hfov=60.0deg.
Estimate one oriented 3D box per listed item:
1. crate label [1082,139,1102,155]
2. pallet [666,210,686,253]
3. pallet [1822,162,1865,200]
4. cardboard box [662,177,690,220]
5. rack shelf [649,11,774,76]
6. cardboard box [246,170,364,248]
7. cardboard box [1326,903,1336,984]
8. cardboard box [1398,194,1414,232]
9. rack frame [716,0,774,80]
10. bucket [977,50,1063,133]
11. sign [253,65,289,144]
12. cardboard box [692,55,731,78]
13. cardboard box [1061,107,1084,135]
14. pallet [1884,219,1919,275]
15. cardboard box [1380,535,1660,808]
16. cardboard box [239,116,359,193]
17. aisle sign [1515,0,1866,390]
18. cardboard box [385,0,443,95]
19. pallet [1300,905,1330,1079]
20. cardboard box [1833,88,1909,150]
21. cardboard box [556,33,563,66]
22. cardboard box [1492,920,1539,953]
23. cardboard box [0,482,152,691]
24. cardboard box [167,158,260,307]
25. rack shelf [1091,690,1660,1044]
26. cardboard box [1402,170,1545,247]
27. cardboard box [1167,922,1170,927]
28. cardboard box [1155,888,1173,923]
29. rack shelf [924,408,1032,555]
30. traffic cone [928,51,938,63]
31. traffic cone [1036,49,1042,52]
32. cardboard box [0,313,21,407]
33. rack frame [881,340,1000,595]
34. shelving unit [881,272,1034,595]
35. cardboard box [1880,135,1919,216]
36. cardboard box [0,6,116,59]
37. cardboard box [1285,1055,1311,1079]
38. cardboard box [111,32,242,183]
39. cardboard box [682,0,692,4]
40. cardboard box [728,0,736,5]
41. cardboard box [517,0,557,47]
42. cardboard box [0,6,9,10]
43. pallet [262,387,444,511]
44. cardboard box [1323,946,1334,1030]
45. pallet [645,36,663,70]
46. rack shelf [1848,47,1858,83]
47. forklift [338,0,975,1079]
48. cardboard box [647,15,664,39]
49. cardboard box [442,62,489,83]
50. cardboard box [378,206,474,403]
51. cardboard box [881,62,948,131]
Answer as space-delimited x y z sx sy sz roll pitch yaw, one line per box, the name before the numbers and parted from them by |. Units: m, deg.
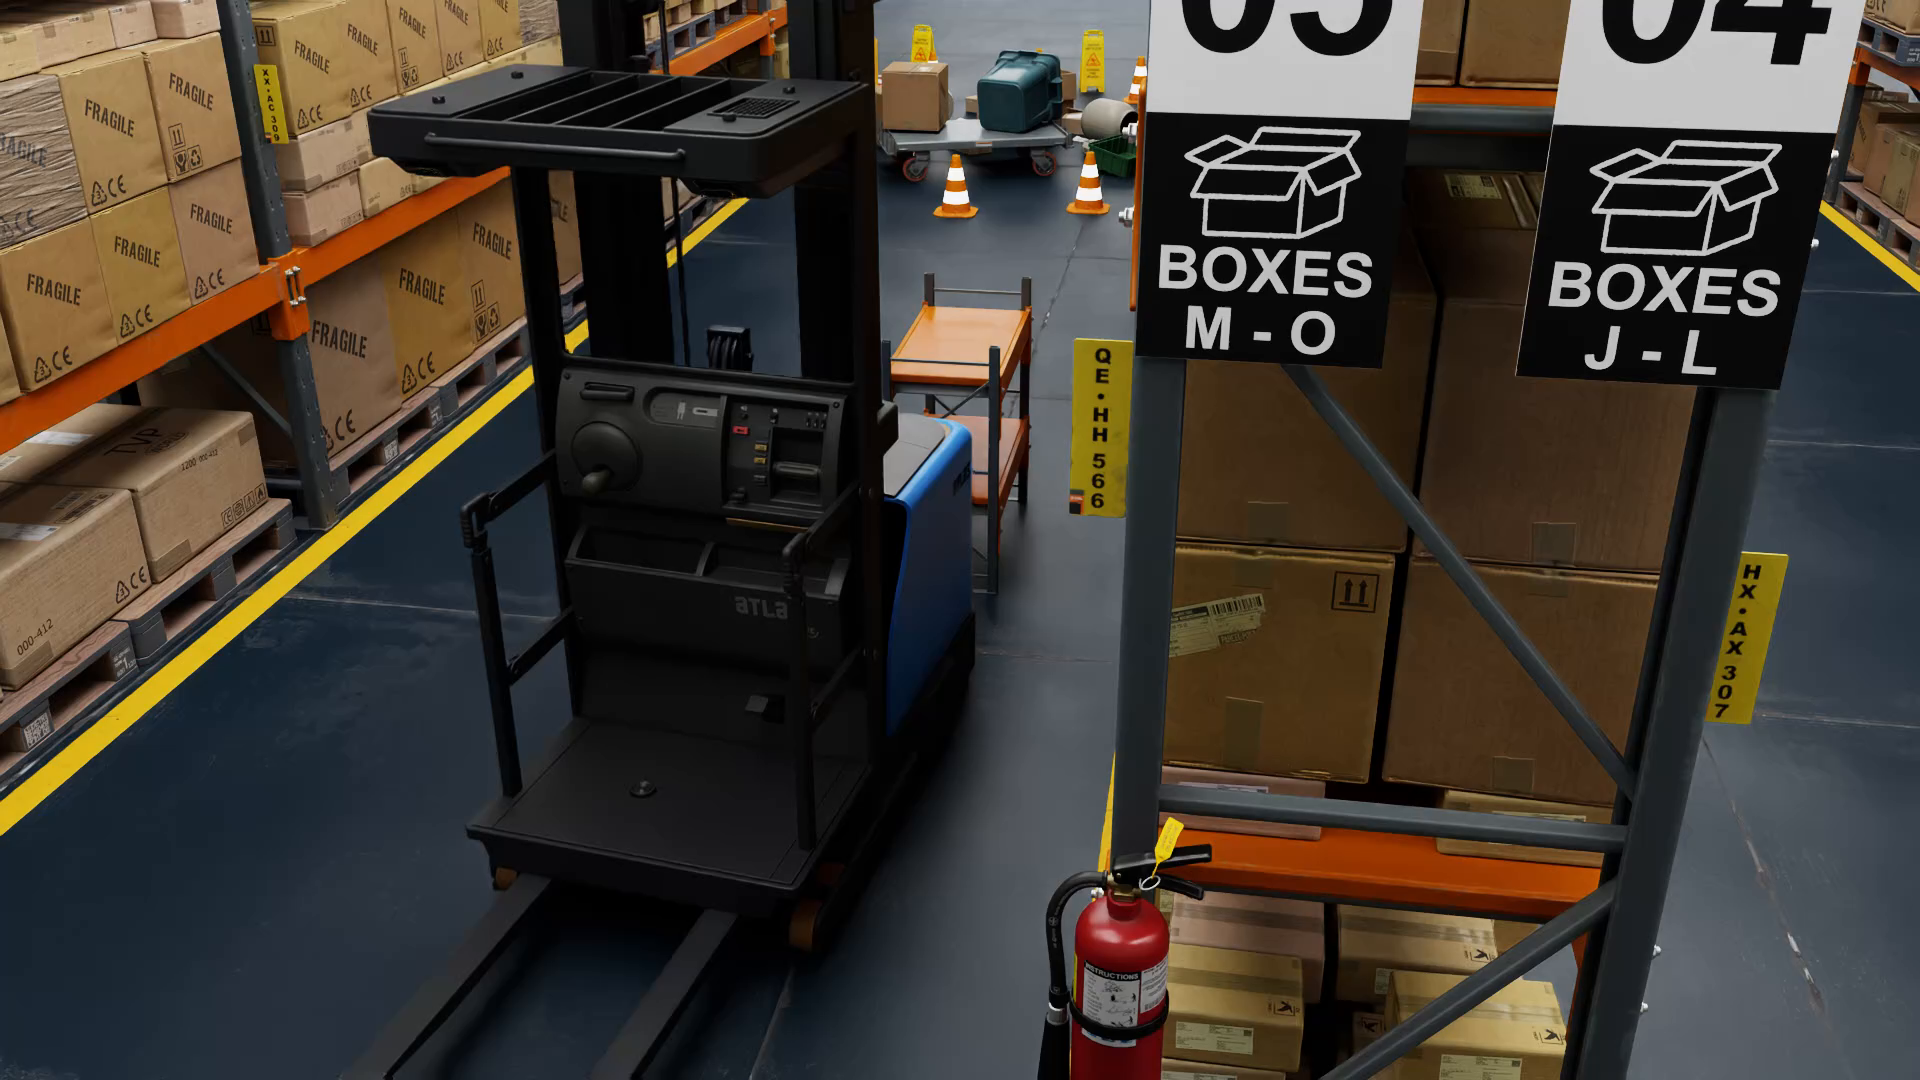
crate label | 1.278 -3.589 15.256 0.298 0.136 0.250 -14 29 -27
pallet | -2.676 -2.187 12.172 1.003 0.211 1.213 4 25 9
pallet | 7.701 -3.130 14.187 1.003 0.211 1.213 4 25 9
cardboard box | -2.590 -2.668 12.515 0.950 0.372 0.625 4 25 8
rack shelf | -2.478 -3.633 12.823 1.077 0.370 4.000 4 25 9
cardboard box | -3.126 -1.548 7.695 0.500 0.250 0.500 3 25 7
cardboard box | 1.180 1.070 4.443 0.380 0.149 0.250 4 25 9
cardboard box | 0.700 -0.530 3.695 0.500 0.500 0.500 3 25 7
rack frame | -2.151 -4.796 14.457 1.000 3.000 0.127 4 25 9
bucket | 0.497 -3.918 14.649 0.726 0.611 0.620 13 38 26
sign | -2.911 -1.840 7.028 0.100 0.325 0.005 4 25 9
cardboard box | -2.319 -4.346 15.361 0.500 0.500 0.500 4 25 8
cardboard box | 1.213 -4.103 16.203 0.396 0.266 0.258 8 26 18
pallet | 7.303 -2.009 11.792 1.003 0.211 1.213 4 25 9
cardboard box | 1.134 0.175 3.369 0.500 0.500 0.500 5 26 11
cardboard box | -3.108 -1.773 7.586 0.500 0.250 0.500 3 25 7
aisle sign | 1.072 -0.602 2.432 0.394 0.787 0.004 4 25 9
cardboard box | -2.963 -2.536 8.333 0.500 0.500 0.500 3 25 7
pallet | 0.968 1.418 4.472 1.003 0.211 1.213 4 25 9
cardboard box | 7.817 -3.572 14.296 0.500 0.500 0.500 13 28 25
cardboard box | -2.633 -3.061 10.339 0.500 0.250 0.500 4 25 8
cardboard box | 1.303 0.940 4.370 0.380 0.149 0.250 4 25 8
cardboard box | -3.813 0.150 6.418 0.875 0.438 0.875 3 25 7
cardboard box | -3.282 -1.283 6.836 0.500 0.500 0.500 4 25 9
rack shelf | 1.115 0.013 5.032 1.077 0.370 4.000 4 25 9
cardboard box | 1.199 -0.490 3.610 0.500 0.500 0.500 5 26 10
cardboard box | 0.676 1.032 4.523 0.380 0.149 0.250 3 25 6
cardboard box | 0.639 0.898 4.459 0.380 0.149 0.250 3 25 7
rack shelf | -0.001 -0.285 7.609 0.538 0.278 1.000 4 25 9
traffic cone | -0.295 -5.050 17.994 0.336 0.463 0.334 4 25 9
traffic cone | 0.856 -5.116 18.133 0.336 0.463 0.334 4 25 9
cardboard box | -3.529 -0.639 5.458 0.500 0.500 0.500 5 26 10
rack frame | -0.084 -0.294 7.051 0.500 1.125 0.032 4 25 9
shelving unit | -0.001 -0.507 7.506 0.538 1.125 1.048 4 25 9
cardboard box | 7.408 -2.723 12.458 0.700 0.500 0.500 4 25 8
cardboard box | -3.395 -1.885 6.175 0.380 0.149 0.250 4 25 9
cardboard box | 0.668 1.390 4.109 0.380 0.149 0.250 4 25 9
cardboard box | -3.263 -1.731 6.613 0.500 0.500 0.500 4 25 8
cardboard box | -2.255 -4.315 12.466 0.500 0.500 0.500 3 25 7
cardboard box | -2.030 -4.418 13.452 0.380 0.149 0.250 4 25 8
cardboard box | -2.707 -3.171 9.690 0.500 0.500 0.500 4 25 9
cardboard box | -3.792 -1.910 6.229 0.380 0.149 0.250 4 25 8
pallet | -3.407 -0.515 8.601 1.003 0.211 1.213 4 25 9
cardboard box | 1.185 1.208 4.498 0.380 0.149 0.250 4 25 9
pallet | -2.793 -3.341 11.576 1.213 0.211 1.003 4 25 9
rack shelf | 7.953 -4.620 14.930 1.077 0.370 4.000 4 25 9
forklift | -0.852 -0.259 4.845 1.130 2.935 3.031 7 26 15
cardboard box | -2.333 -3.663 11.838 0.380 0.149 0.250 4 25 9
cardboard box | -2.861 -2.414 8.955 0.500 0.250 0.500 3 25 7
cardboard box | -3.296 -1.321 9.045 0.875 0.875 0.875 5 26 10
cardboard box | -0.390 -3.896 14.590 0.500 0.500 0.500 4 25 9
